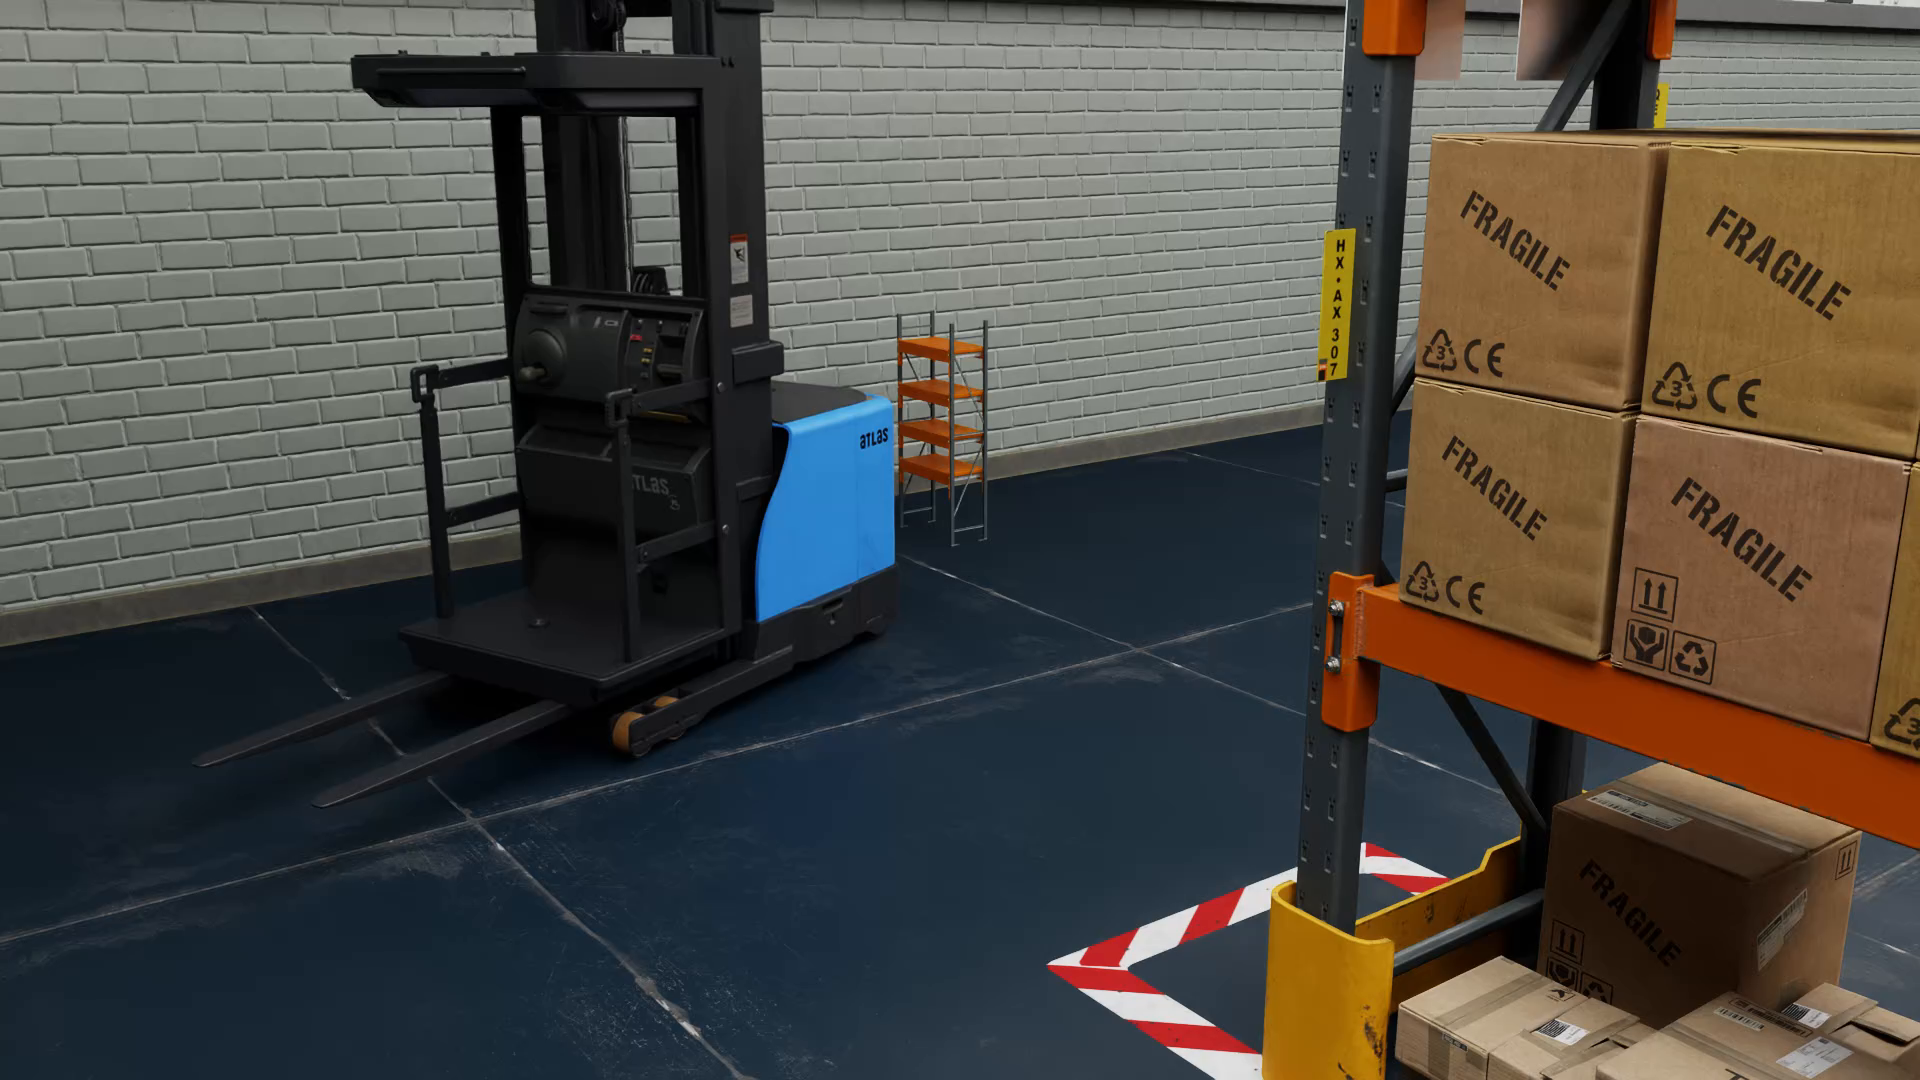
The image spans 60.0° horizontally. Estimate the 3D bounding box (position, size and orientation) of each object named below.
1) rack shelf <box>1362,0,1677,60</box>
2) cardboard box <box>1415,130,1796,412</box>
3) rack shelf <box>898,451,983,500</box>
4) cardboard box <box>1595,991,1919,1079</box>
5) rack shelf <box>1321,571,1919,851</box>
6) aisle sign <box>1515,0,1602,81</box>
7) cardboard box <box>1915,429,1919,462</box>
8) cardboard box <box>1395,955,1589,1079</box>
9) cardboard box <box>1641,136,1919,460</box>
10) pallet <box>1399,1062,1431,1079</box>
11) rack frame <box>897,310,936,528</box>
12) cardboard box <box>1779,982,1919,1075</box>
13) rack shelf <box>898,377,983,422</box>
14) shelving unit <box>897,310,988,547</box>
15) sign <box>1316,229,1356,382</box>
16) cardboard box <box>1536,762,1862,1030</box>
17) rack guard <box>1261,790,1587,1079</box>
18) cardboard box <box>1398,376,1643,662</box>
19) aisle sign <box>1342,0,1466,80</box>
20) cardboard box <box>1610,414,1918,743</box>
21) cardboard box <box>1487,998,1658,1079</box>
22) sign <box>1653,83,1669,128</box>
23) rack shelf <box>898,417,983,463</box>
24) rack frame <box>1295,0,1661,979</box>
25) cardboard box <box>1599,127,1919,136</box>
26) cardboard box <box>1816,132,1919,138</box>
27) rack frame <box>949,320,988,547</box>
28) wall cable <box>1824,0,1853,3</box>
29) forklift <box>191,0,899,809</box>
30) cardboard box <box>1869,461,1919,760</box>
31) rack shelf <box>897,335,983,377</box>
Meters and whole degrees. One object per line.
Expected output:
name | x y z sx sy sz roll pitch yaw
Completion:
rack shelf | 2.436 -0.850 2.181 1.077 0.370 4.000 -11 19 -35
cardboard box | 1.307 -0.572 3.401 0.500 0.500 0.500 -10 18 -33
rack shelf | -0.097 -0.358 9.117 0.258 0.148 0.480 -11 19 -35
cardboard box | 1.644 1.204 3.372 0.500 0.250 0.500 -11 19 -35
rack shelf | 2.436 0.597 2.577 1.077 0.370 4.000 -11 19 -35
aisle sign | 1.468 -1.493 3.926 0.394 0.787 0.004 -11 19 -35
cardboard box | 1.911 -0.354 2.605 0.500 0.500 0.500 -11 19 -34
cardboard box | 1.228 1.128 3.839 0.380 0.149 0.250 -11 19 -35
cardboard box | 1.621 -0.462 2.998 0.500 0.500 0.500 -11 19 -34
pallet | 1.774 1.354 3.730 1.003 0.211 1.213 -11 19 -35
rack frame | -0.241 -0.666 9.237 0.240 1.200 0.015 -11 19 -35
cardboard box | 1.944 1.155 3.707 0.380 0.166 0.250 -11 19 -35
rack shelf | -0.097 -0.765 9.006 0.258 0.148 0.480 -11 19 -35
shelving unit | -0.097 -0.614 9.047 0.258 1.200 0.503 -11 19 -35
sign | 0.821 -0.511 3.620 0.100 0.325 0.005 -11 19 -35
cardboard box | 1.779 0.894 4.030 0.500 0.500 0.500 -11 19 -35
rack guard | 1.305 1.044 4.313 1.175 0.500 0.348 -11 19 -35
cardboard box | 1.307 -0.090 3.533 0.500 0.500 0.500 -10 18 -33
aisle sign | 0.982 -1.400 3.586 0.394 0.787 0.004 -11 19 -35
cardboard box | 1.615 0.019 3.134 0.500 0.500 0.500 -11 19 -35
cardboard box | 1.375 1.173 3.642 0.380 0.166 0.250 -11 19 -35
sign | 1.721 -0.970 4.147 0.100 0.325 0.005 -11 19 -35
rack shelf | -0.097 -0.549 9.065 0.258 0.148 0.480 -11 19 -35
rack frame | 1.260 -0.177 4.042 1.000 3.000 0.127 -11 19 -35
cardboard box | 1.744 -0.656 3.706 0.500 0.500 0.500 -11 19 -35
cardboard box | 2.042 -0.548 3.312 0.500 0.500 0.500 -10 18 -33
rack frame | 0.046 -0.562 8.856 0.240 1.200 0.015 -11 19 -35
wall cable | 8.738 -7.902 14.807 2.277 5.999 0.120 -11 19 -35
forklift | -1.480 -0.751 6.268 1.130 2.935 3.031 9 18 30
cardboard box | 1.908 0.127 2.741 0.500 0.500 0.500 -11 19 -35
rack shelf | -0.097 -0.993 8.943 0.258 0.148 0.480 -11 19 -35
